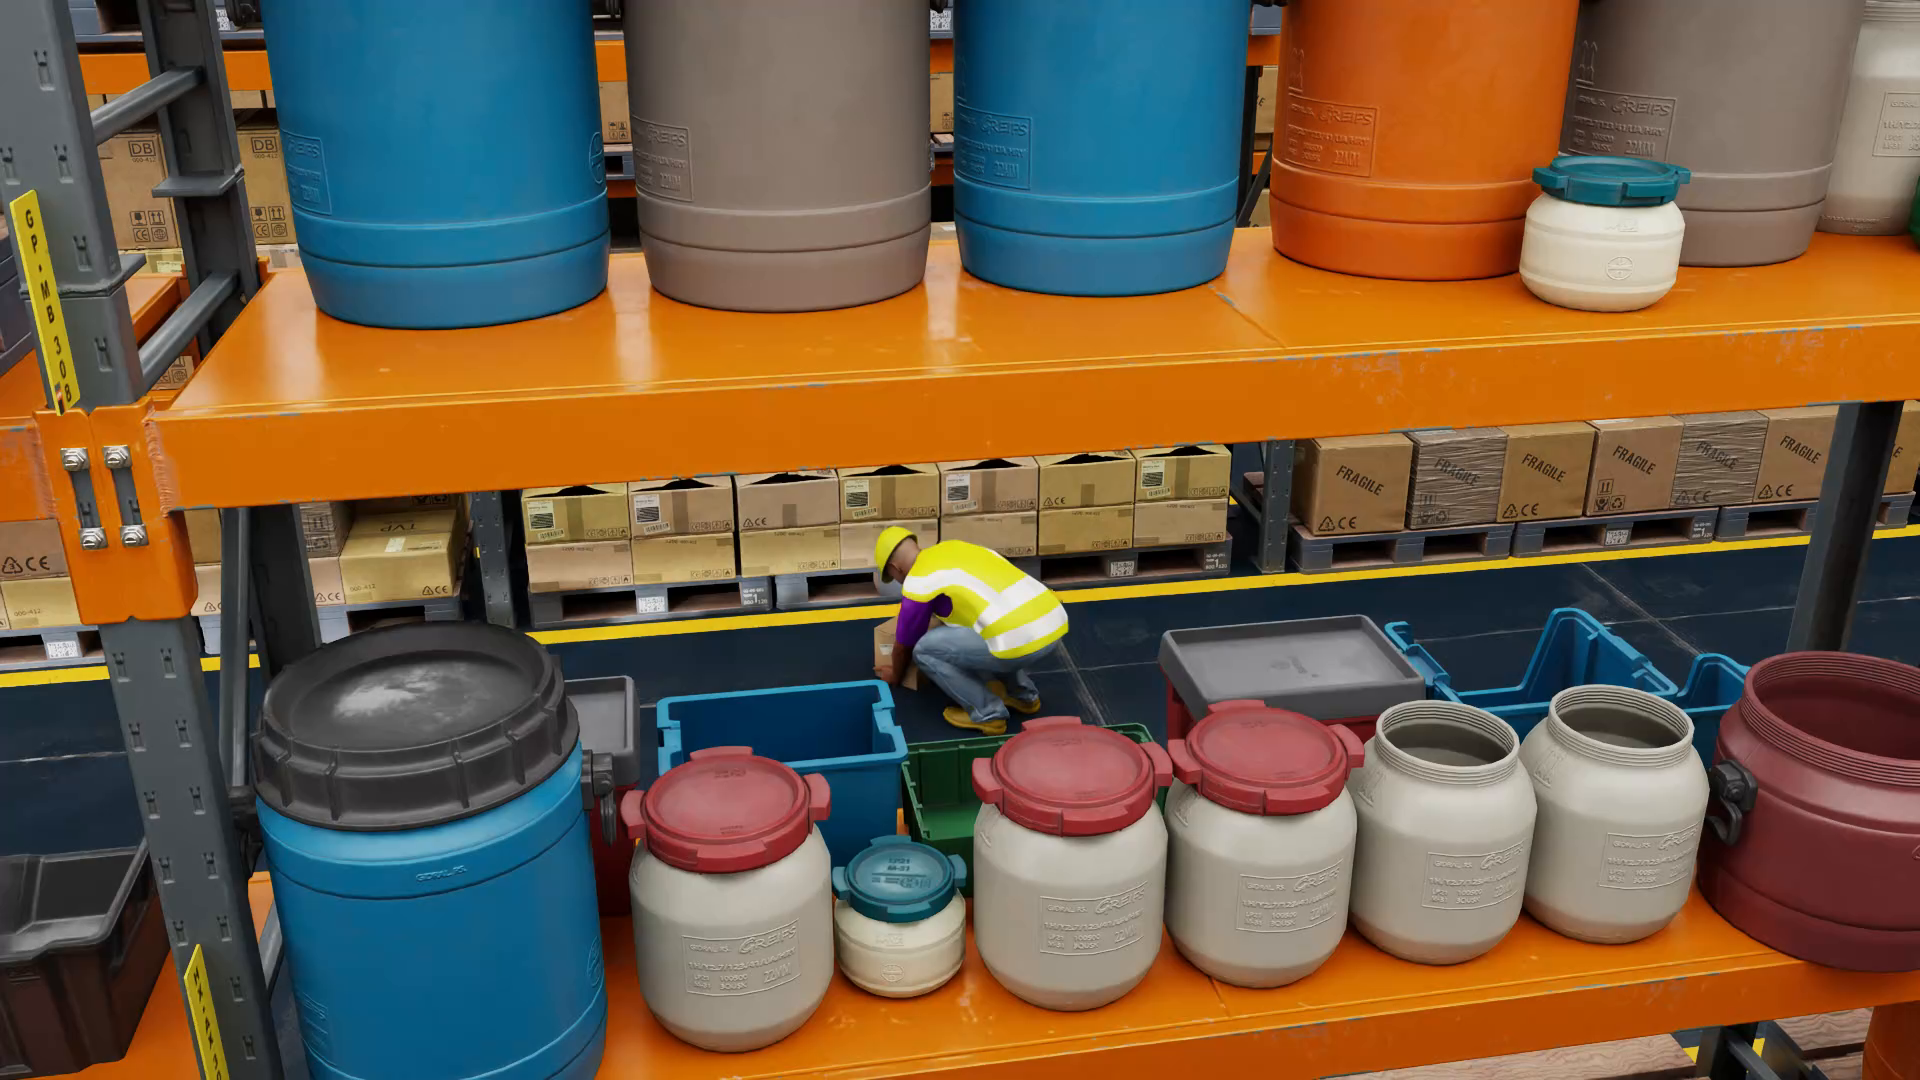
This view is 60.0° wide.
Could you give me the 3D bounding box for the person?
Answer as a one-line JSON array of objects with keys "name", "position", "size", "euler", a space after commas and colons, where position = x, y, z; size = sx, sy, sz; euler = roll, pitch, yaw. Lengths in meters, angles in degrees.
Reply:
[{"name": "person", "position": [0.097, -0.034, 7.153], "size": [0.586, 1.760, 0.503], "euler": [17, 29, 35]}]
